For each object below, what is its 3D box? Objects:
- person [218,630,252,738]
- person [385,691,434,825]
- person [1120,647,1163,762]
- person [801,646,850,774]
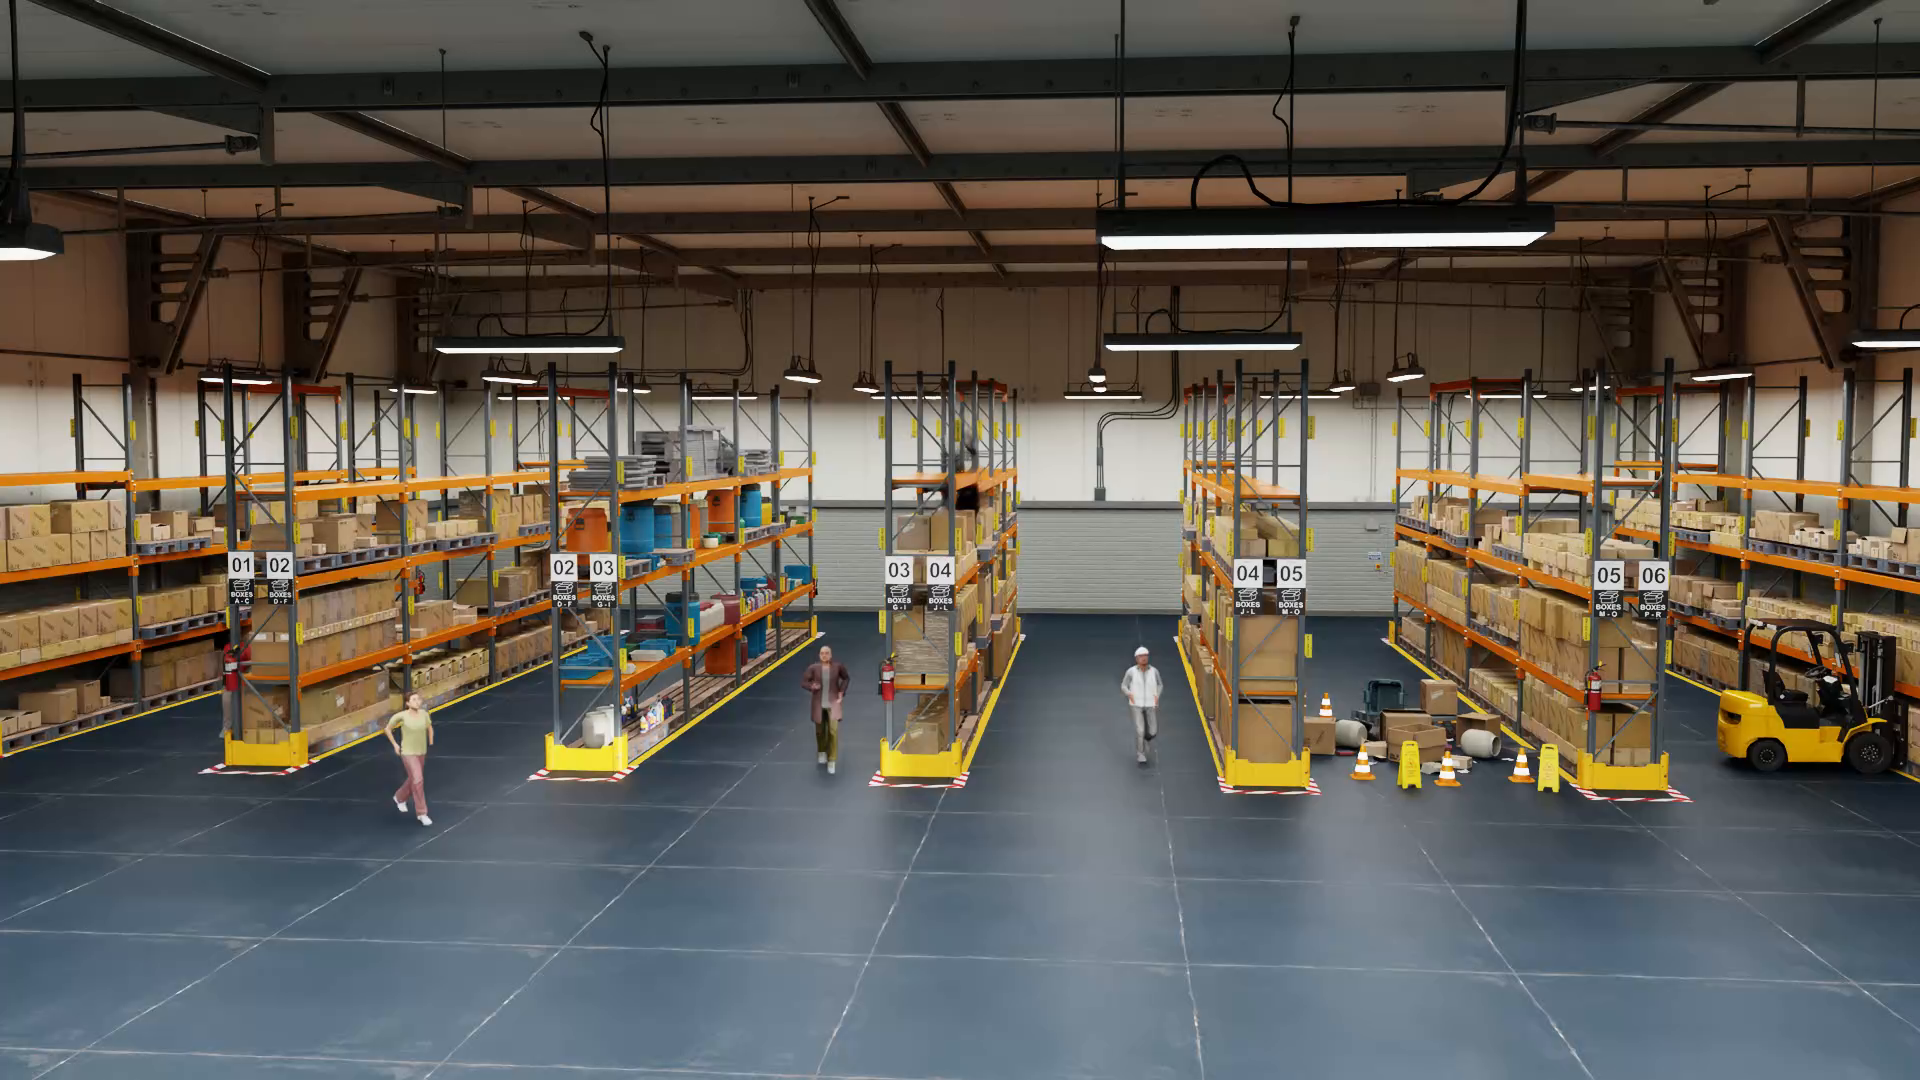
[{"bbox_3d":[-11.888,2.321,27.349,0.662,1.716,0.989,0,4,1],"label":"person"},{"bbox_3d":[-7.042,2.867,21.366,0.905,1.475,0.561,3,5,38],"label":"person"},{"bbox_3d":[2.762,2.484,25.178,0.657,1.722,0.609,0,4,-4],"label":"person"},{"bbox_3d":[-2.006,2.481,24.643,0.707,1.819,0.920,0,4,1],"label":"person"}]
